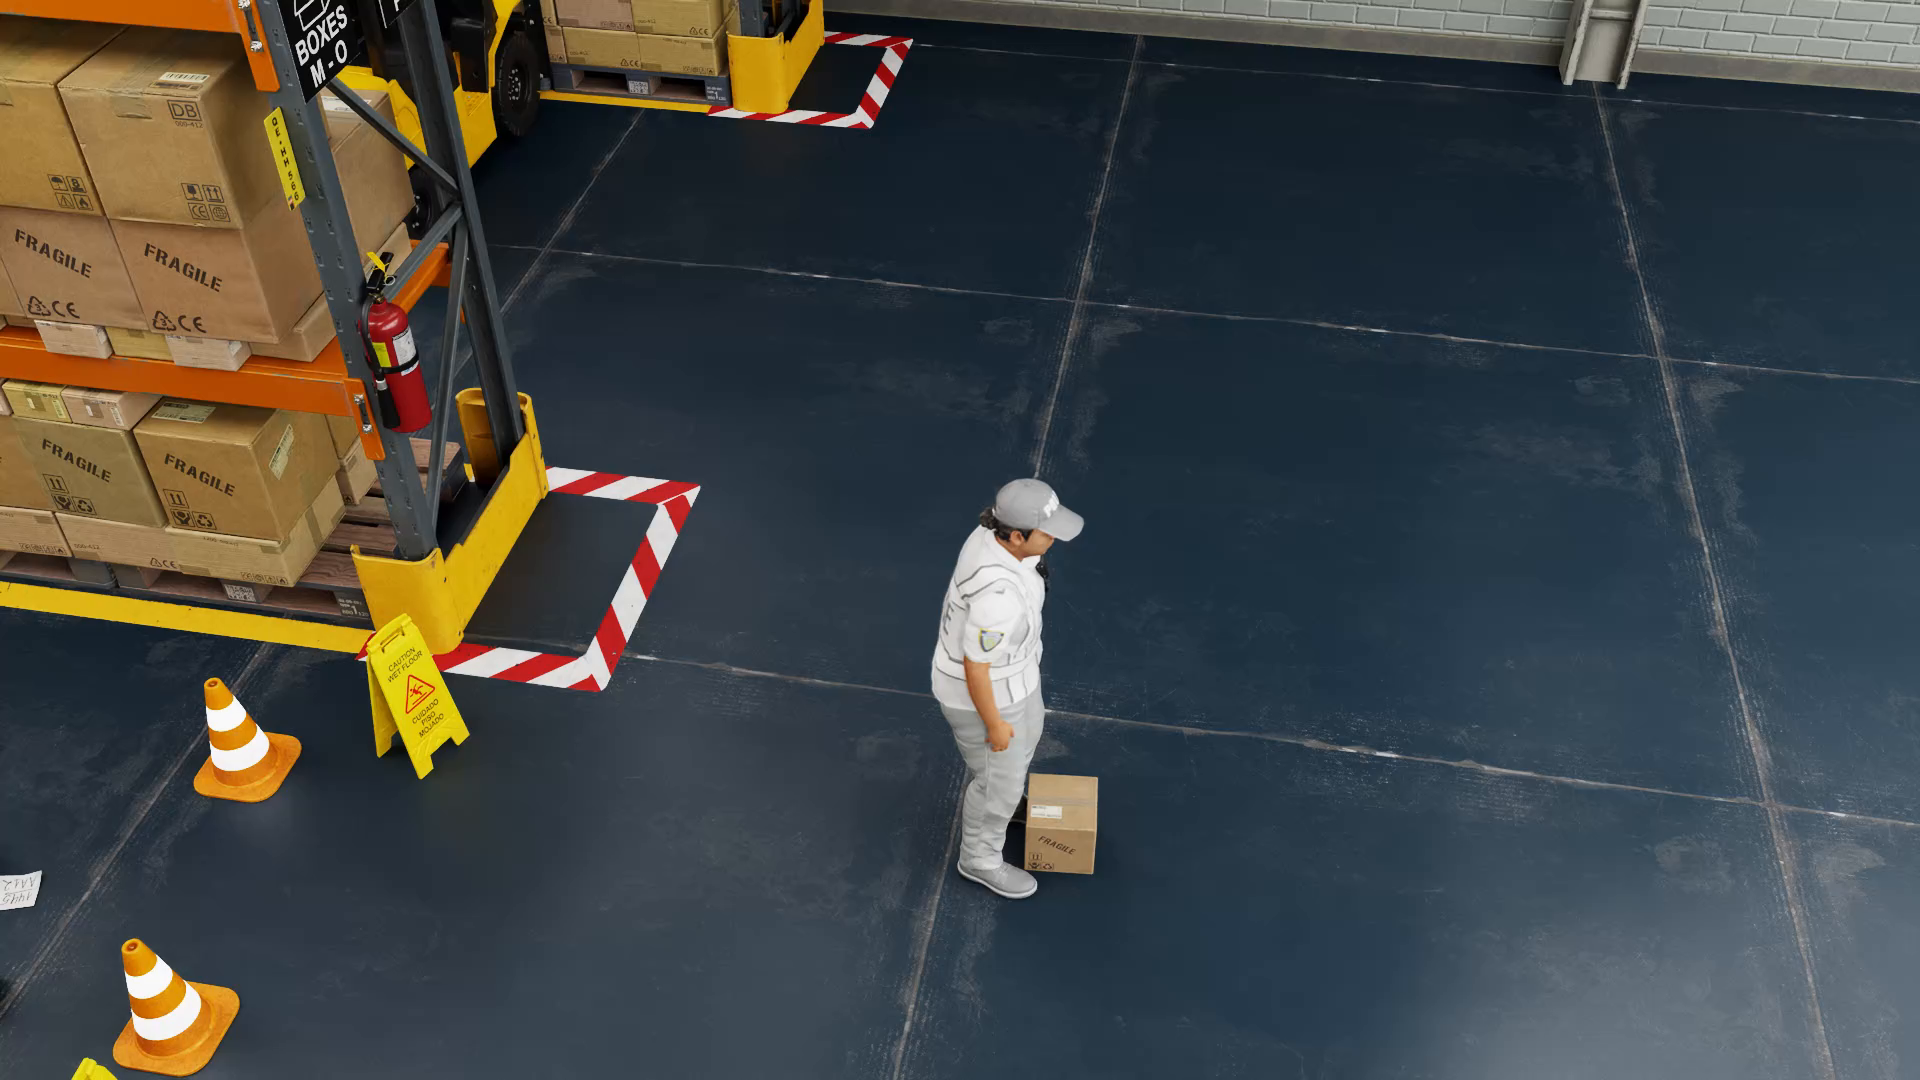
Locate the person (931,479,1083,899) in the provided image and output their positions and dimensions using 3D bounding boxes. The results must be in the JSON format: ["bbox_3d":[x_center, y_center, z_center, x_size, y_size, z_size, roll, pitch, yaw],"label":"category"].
[{"bbox_3d":[0.148,0.471,5.606,0.465,1.666,0.538,7,41,8],"label":"person"}]
